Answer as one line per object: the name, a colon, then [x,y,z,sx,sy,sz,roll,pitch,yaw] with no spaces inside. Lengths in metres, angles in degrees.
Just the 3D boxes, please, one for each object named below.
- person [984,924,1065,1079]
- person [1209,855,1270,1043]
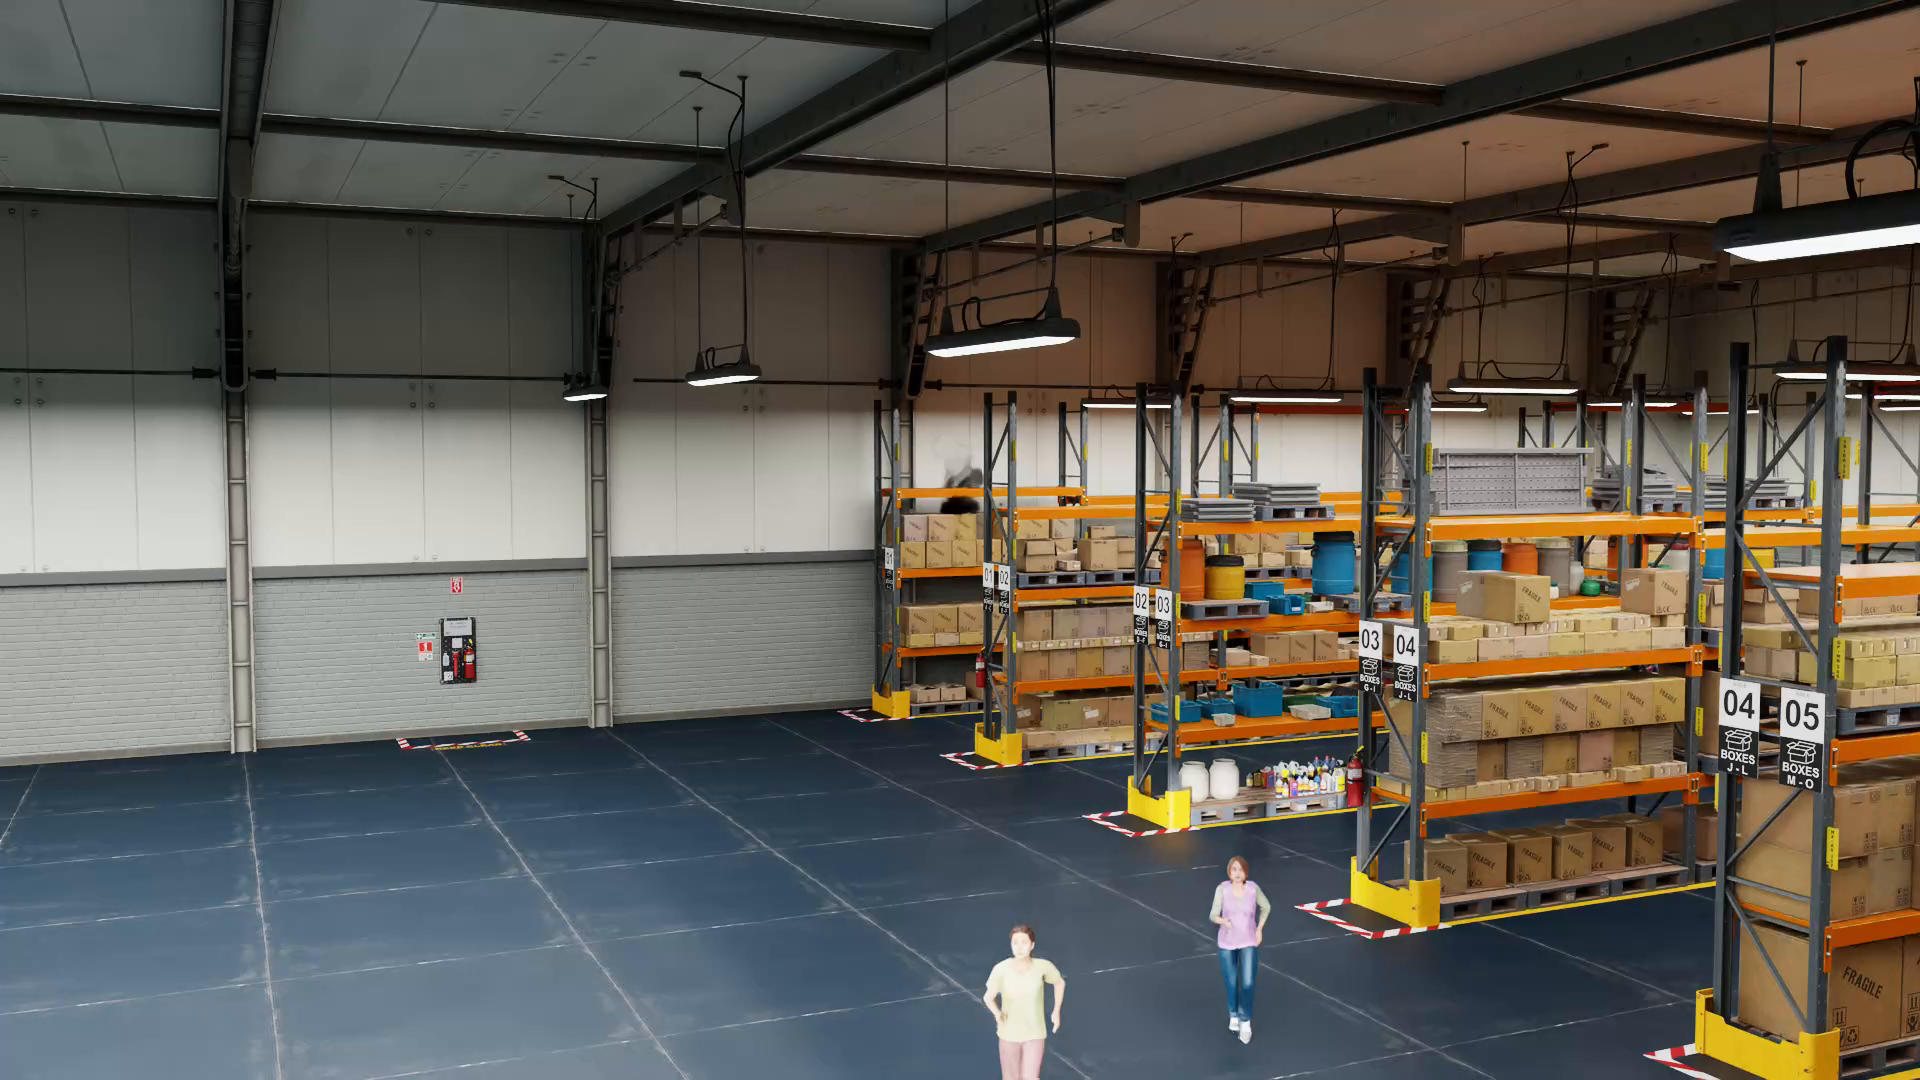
person: [0.464,3.627,12.145,0.592,1.633,0.970,0,3,6]
person: [2.409,3.578,14.360,0.515,1.512,0.625,1,3,12]
